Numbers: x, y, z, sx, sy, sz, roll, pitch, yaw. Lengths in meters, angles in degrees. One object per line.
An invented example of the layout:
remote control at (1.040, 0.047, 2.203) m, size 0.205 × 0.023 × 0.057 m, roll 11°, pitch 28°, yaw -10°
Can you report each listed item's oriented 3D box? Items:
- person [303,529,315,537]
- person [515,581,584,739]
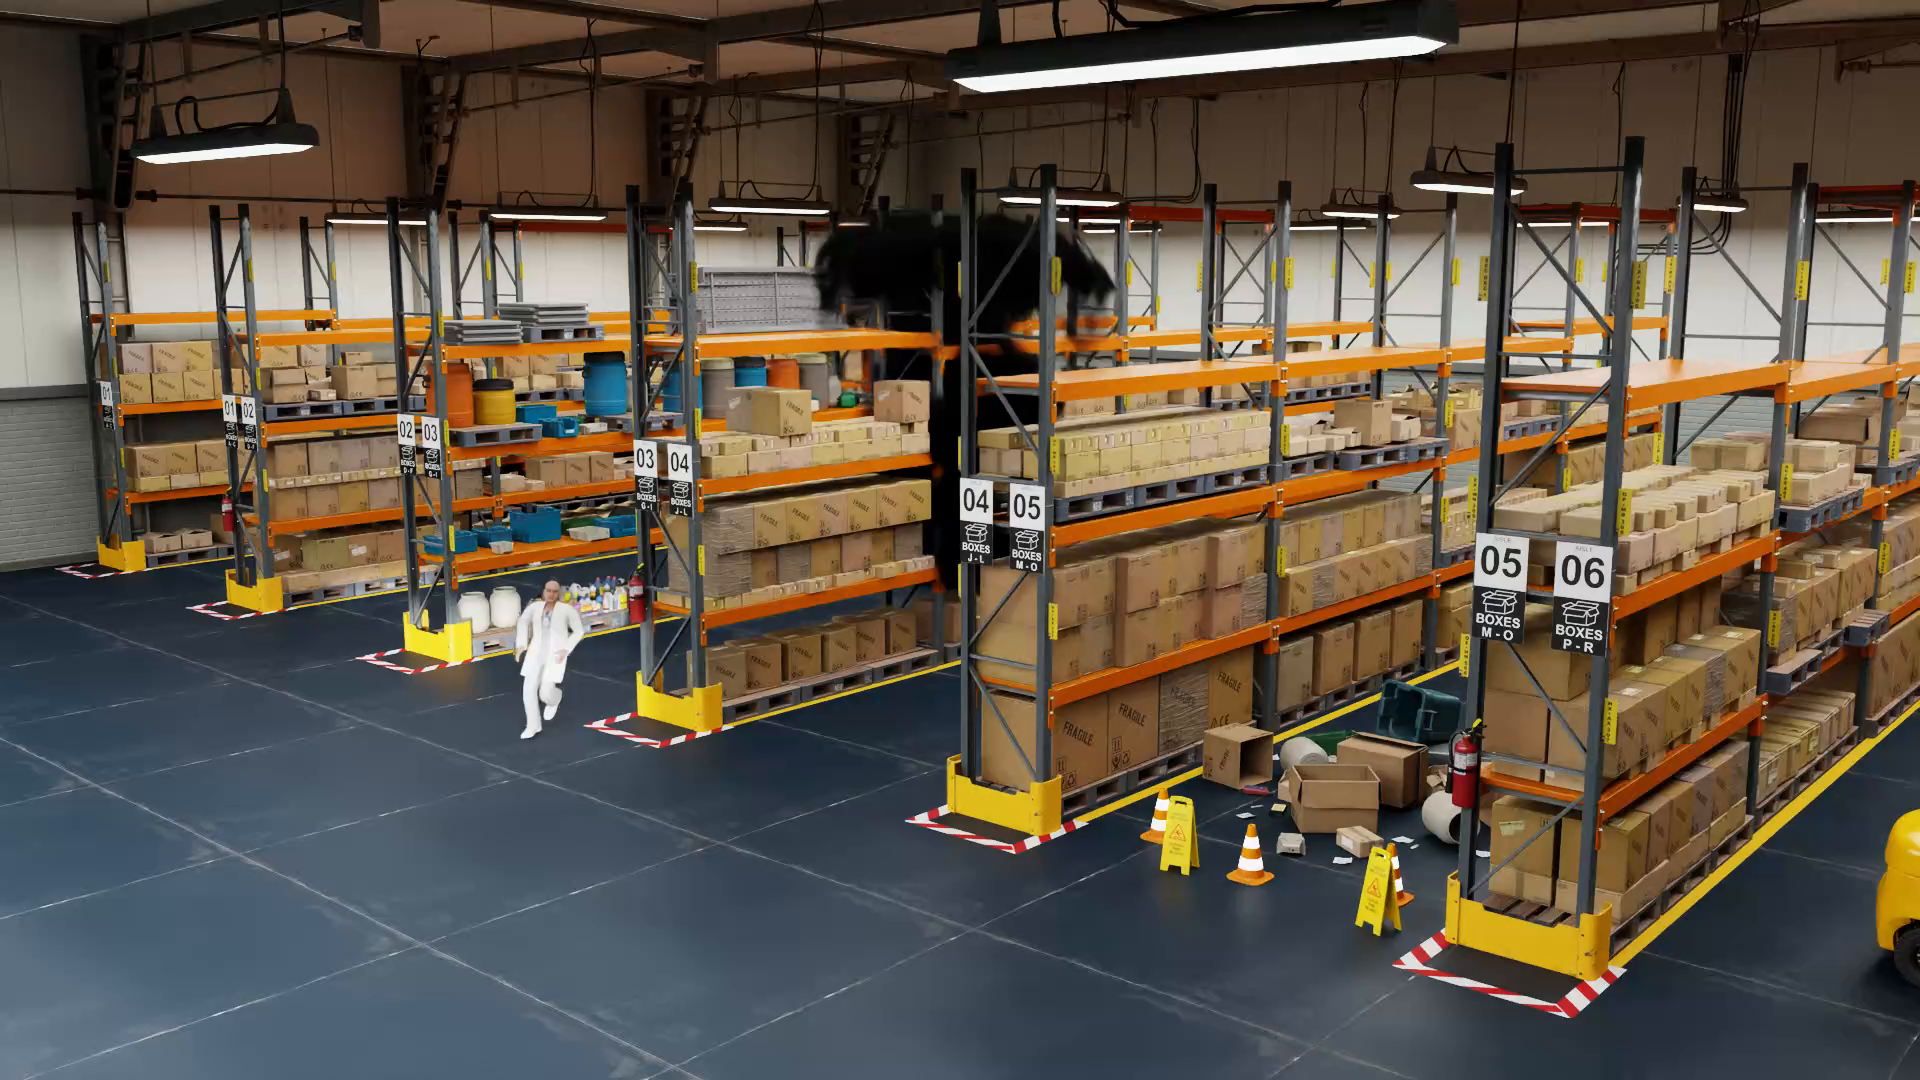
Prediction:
person at (-10.971, -0.279, 28.023) m, size 0.552 × 1.642 × 0.642 m, roll 3°, pitch 10°, yaw 18°
person at (-4.534, 1.292, 18.387) m, size 0.755 × 1.726 × 0.712 m, roll 1°, pitch 10°, yaw 6°
